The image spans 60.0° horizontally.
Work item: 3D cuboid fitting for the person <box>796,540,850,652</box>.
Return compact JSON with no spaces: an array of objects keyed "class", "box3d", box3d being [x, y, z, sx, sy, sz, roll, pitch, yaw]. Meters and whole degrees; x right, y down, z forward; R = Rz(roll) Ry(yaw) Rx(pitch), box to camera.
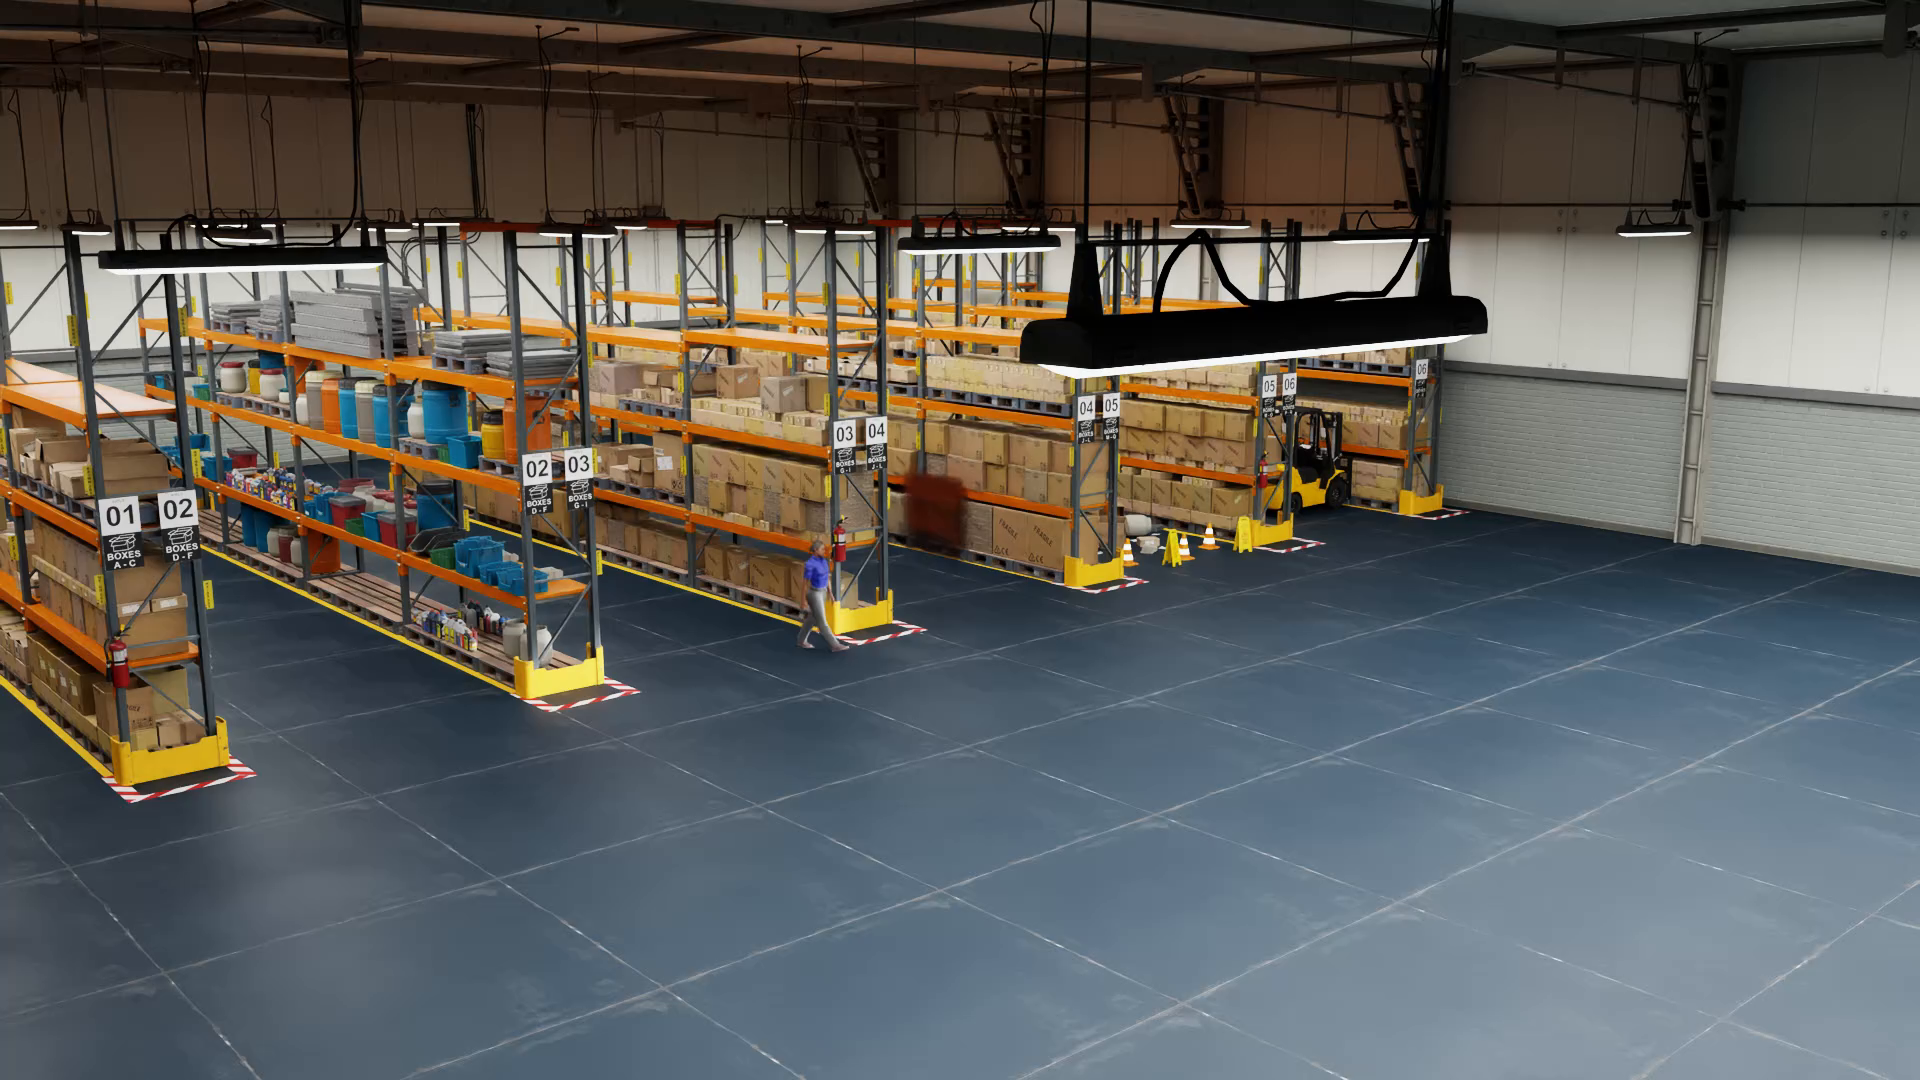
[{"class":"person","box3d":[-1.950,0.807,23.753,0.982,1.590,0.494,4,12,21]}]
